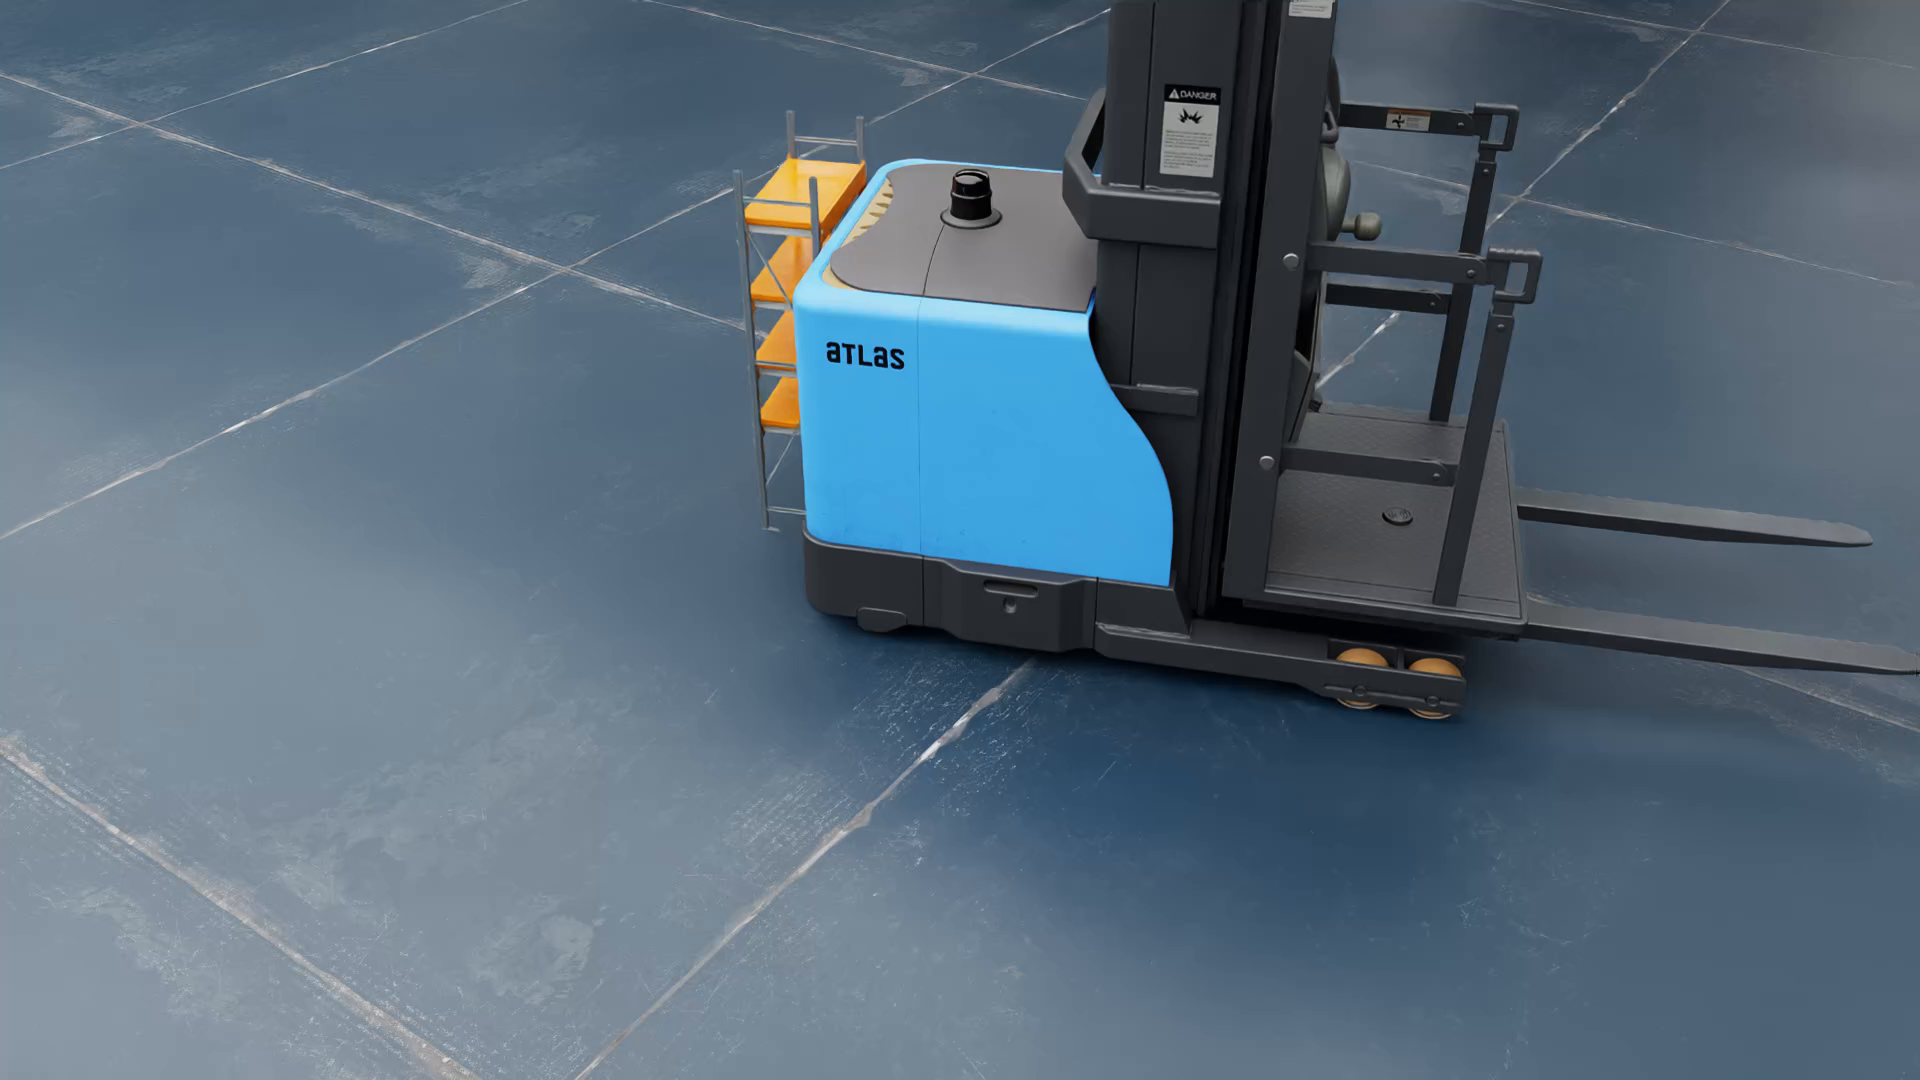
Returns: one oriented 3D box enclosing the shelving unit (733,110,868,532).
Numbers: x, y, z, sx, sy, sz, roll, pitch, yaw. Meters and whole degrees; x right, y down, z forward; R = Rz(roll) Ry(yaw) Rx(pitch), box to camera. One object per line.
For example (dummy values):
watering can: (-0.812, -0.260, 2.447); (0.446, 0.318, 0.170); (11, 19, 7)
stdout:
shelving unit: (-0.459, -0.650, 5.141); (0.258, 1.200, 0.503); (7, 35, 10)

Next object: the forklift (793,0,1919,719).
forklift: (1.120, -1.054, 4.192); (3.031, 2.935, 1.130); (7, 35, 10)

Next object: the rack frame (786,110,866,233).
rack frame: (-0.406, -0.784, 5.338); (0.240, 1.200, 0.015); (7, 35, 10)

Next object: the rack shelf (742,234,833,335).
rack shelf: (-0.459, -0.780, 5.053); (0.258, 0.148, 0.480); (7, 35, 10)

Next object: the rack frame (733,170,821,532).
rack frame: (-0.512, -0.517, 4.943); (0.240, 1.200, 0.015); (7, 35, 10)

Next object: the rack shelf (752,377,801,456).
rack shelf: (-0.459, -0.430, 5.289); (0.258, 0.148, 0.480); (7, 35, 10)

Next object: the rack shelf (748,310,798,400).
rack shelf: (-0.459, -0.595, 5.178); (0.258, 0.148, 0.480); (7, 35, 10)

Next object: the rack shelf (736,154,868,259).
rack shelf: (-0.459, -0.976, 4.920); (0.258, 0.148, 0.480); (7, 35, 10)
